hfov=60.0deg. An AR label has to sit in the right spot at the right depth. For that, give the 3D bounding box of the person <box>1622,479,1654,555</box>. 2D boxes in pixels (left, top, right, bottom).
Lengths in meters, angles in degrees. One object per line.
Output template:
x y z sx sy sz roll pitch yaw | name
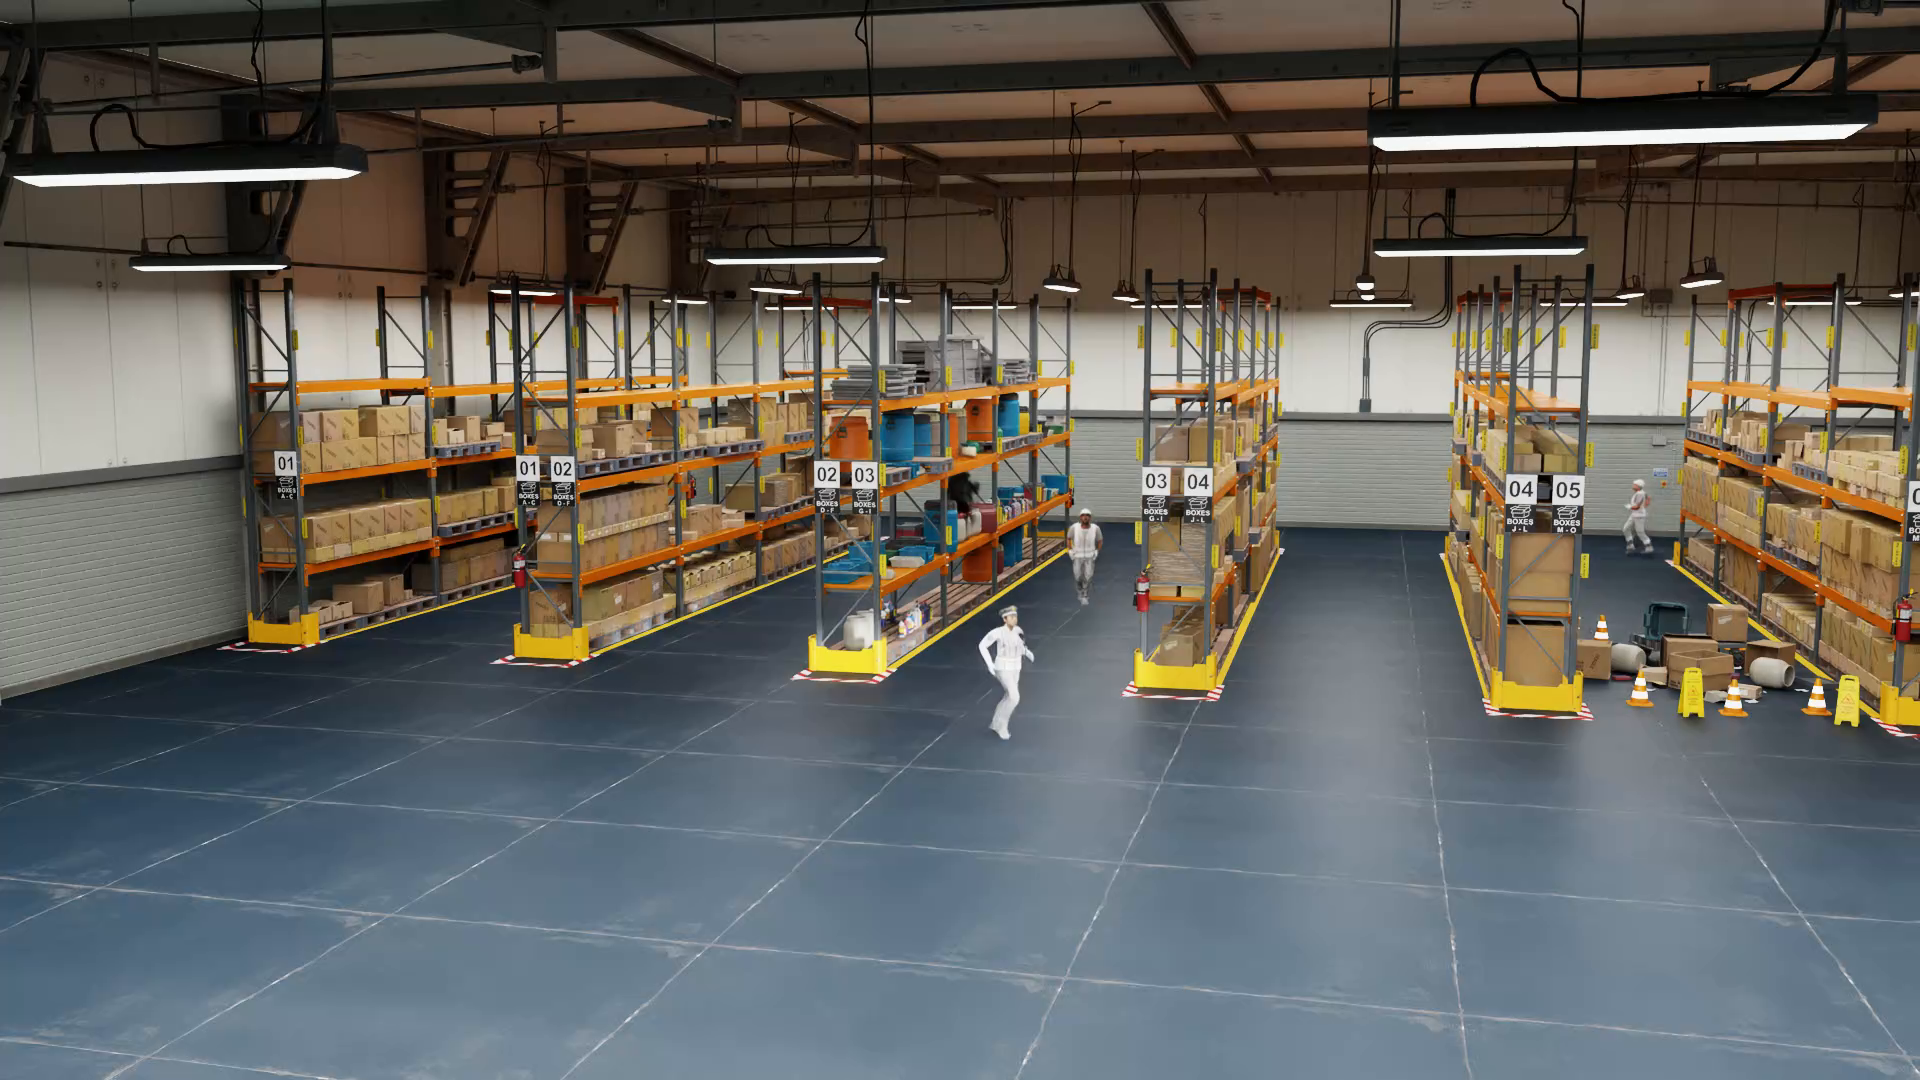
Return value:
15.761 -0.497 38.569 0.695 1.820 0.663 2 7 15 | person

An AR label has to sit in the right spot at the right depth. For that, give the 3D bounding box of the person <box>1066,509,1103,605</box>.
2.226 0.301 29.734 0.652 1.729 0.524 1 7 5 | person

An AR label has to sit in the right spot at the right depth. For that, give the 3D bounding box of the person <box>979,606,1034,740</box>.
0.590 1.673 20.954 0.504 1.711 0.681 -7 10 -44 | person
